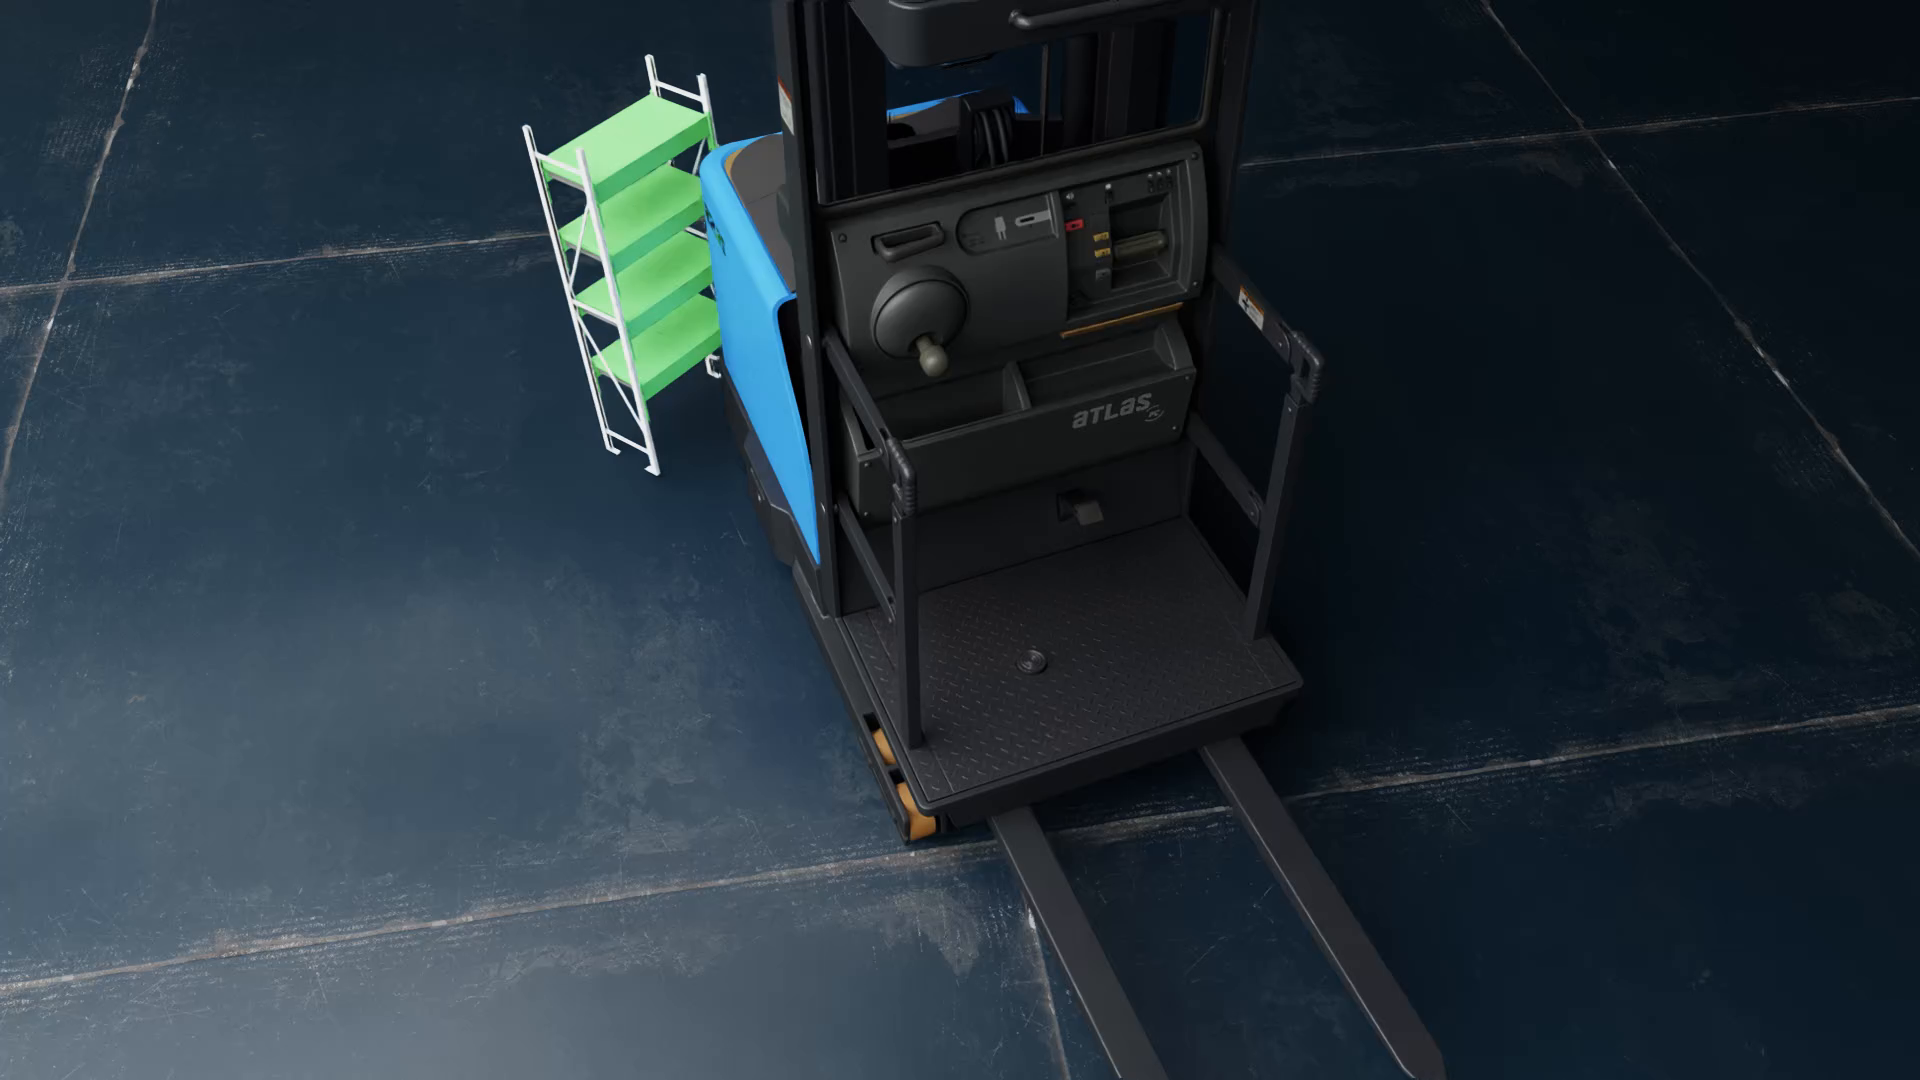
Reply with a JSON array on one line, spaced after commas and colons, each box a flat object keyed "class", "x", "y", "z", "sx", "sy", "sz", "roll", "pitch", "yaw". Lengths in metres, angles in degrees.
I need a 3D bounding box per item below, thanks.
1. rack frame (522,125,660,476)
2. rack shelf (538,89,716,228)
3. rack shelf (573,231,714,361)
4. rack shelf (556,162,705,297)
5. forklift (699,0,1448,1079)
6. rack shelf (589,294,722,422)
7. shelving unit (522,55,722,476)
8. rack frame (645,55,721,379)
[{"class": "rack frame", "x": -1.110, "y": -0.694, "z": 5.074, "sx": 0.240, "sy": 1.200, "sz": 0.015, "roll": 26, "pitch": 51, "yaw": 28}, {"class": "rack shelf", "x": -0.983, "y": -1.133, "z": 4.921, "sx": 0.258, "sy": 0.148, "sz": 0.480, "roll": 26, "pitch": 51, "yaw": 28}, {"class": "rack shelf", "x": -0.958, "y": -0.787, "z": 5.252, "sx": 0.258, "sy": 0.148, "sz": 0.480, "roll": 26, "pitch": 51, "yaw": 28}, {"class": "rack shelf", "x": -0.971, "y": -0.960, "z": 5.087, "sx": 0.258, "sy": 0.148, "sz": 0.480, "roll": 26, "pitch": 51, "yaw": 28}, {"class": "forklift", "x": 0.236, "y": -0.562, "z": 3.756, "sx": 1.130, "sy": 2.935, "sz": 3.031, "roll": -16, "pitch": 48, "yaw": -15}, {"class": "rack shelf", "x": -0.945, "y": -0.614, "z": 5.418, "sx": 0.258, "sy": 0.148, "sz": 0.480, "roll": 26, "pitch": 51, "yaw": 28}, {"class": "shelving unit", "x": -0.961, "y": -0.833, "z": 5.208, "sx": 0.258, "sy": 1.200, "sz": 0.503, "roll": 26, "pitch": 51, "yaw": 28}, {"class": "rack frame", "x": -0.813, "y": -0.972, "z": 5.343, "sx": 0.240, "sy": 1.200, "sz": 0.015, "roll": 26, "pitch": 51, "yaw": 28}]
